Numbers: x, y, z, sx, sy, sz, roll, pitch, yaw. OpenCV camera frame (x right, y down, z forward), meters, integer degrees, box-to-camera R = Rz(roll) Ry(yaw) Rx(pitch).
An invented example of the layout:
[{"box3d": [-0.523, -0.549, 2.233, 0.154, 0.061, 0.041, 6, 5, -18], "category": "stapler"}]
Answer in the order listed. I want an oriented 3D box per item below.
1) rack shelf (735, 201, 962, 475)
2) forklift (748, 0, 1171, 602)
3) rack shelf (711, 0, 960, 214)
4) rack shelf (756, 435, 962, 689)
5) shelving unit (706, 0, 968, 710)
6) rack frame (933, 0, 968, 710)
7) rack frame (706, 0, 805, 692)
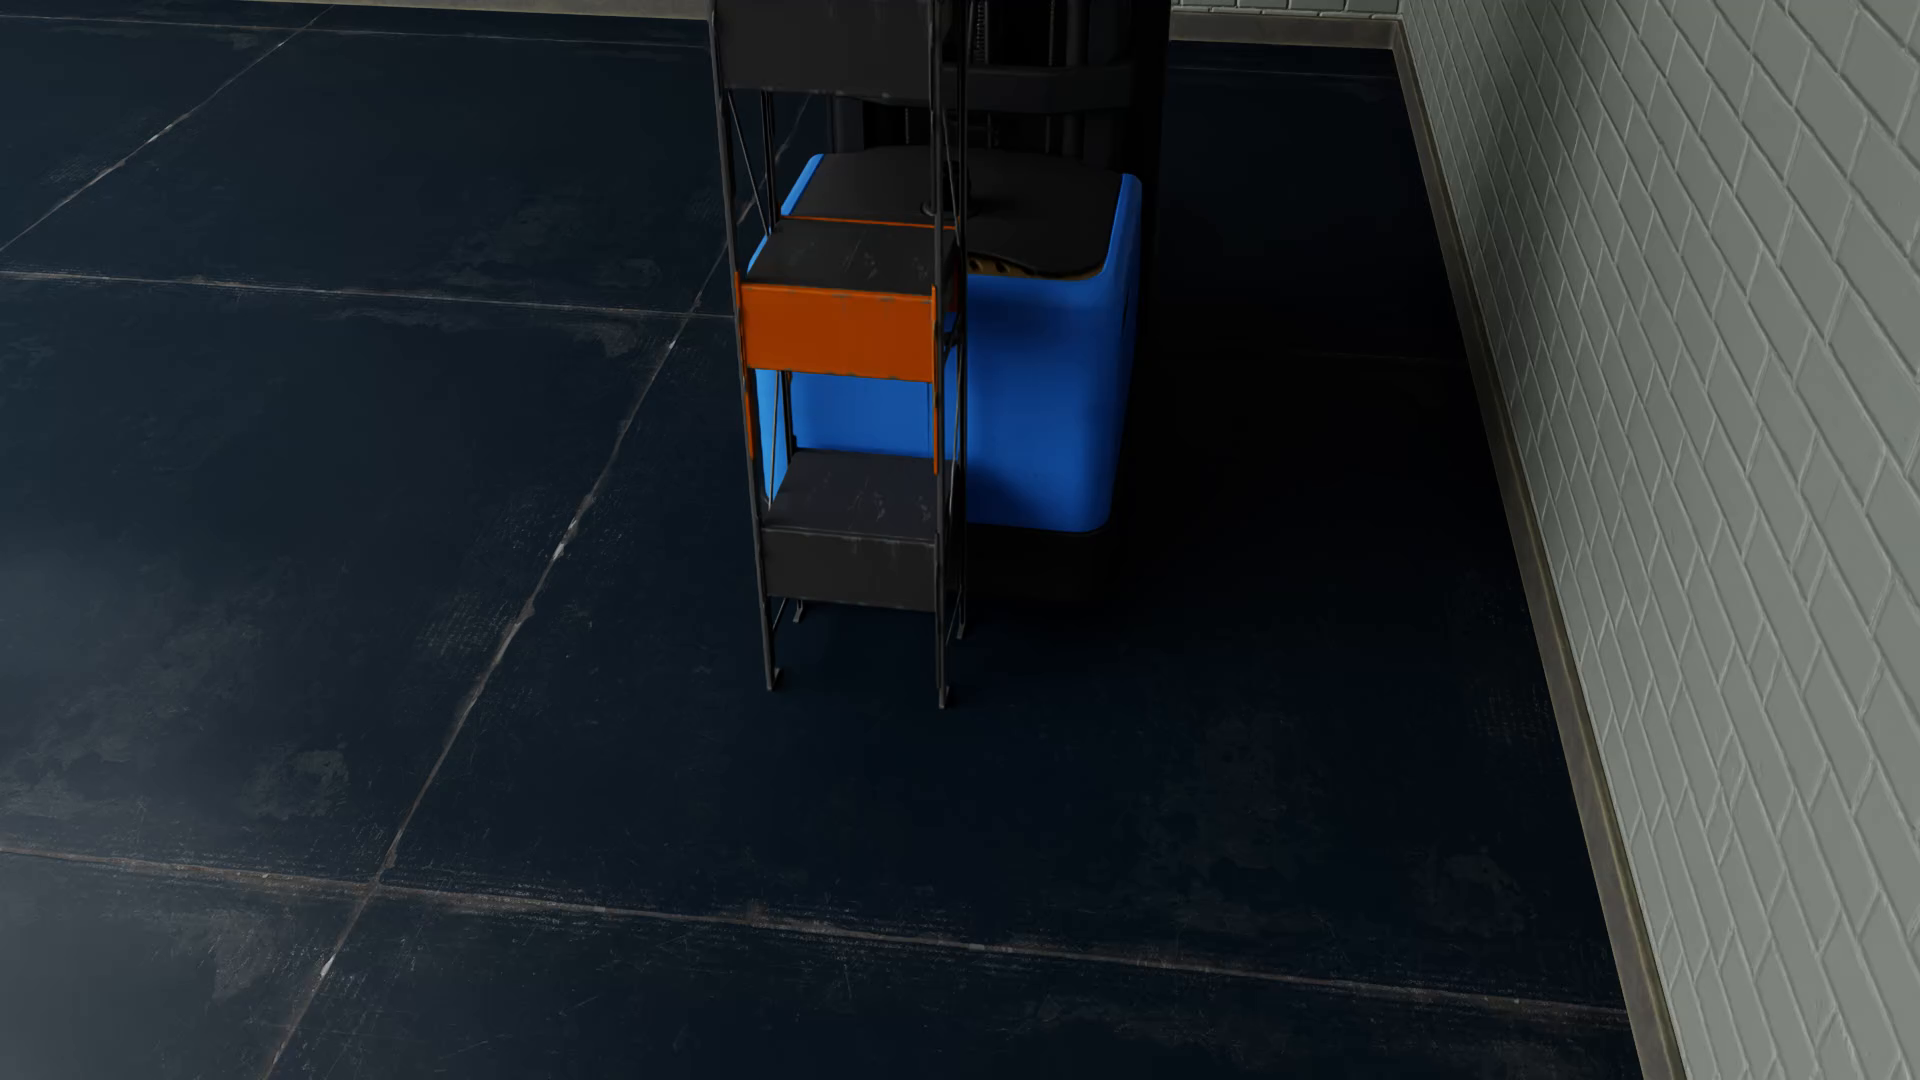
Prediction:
[{"box3d": [-0.260, -0.512, 4.184, 0.480, 0.518, 0.431, 5, 36, 7], "category": "rack shelf"}, {"box3d": [0.149, -1.860, 5.333, 1.130, 2.935, 3.031, 5, 36, 7], "category": "forklift"}, {"box3d": [-0.260, -1.082, 3.777, 0.480, 0.518, 0.431, 5, 36, 7], "category": "rack shelf"}, {"box3d": [-0.260, 0.057, 4.591, 0.480, 0.518, 0.431, 5, 36, 7], "category": "rack shelf"}, {"box3d": [-0.260, -0.524, 4.176, 0.503, 2.100, 0.431, 5, 36, 7], "category": "shelving unit"}, {"box3d": [-0.019, -0.501, 4.145, 0.015, 2.100, 0.400, 5, 36, 7], "category": "rack frame"}, {"box3d": [-0.501, -0.546, 4.207, 0.015, 2.100, 0.400, 5, 36, 7], "category": "rack frame"}]
